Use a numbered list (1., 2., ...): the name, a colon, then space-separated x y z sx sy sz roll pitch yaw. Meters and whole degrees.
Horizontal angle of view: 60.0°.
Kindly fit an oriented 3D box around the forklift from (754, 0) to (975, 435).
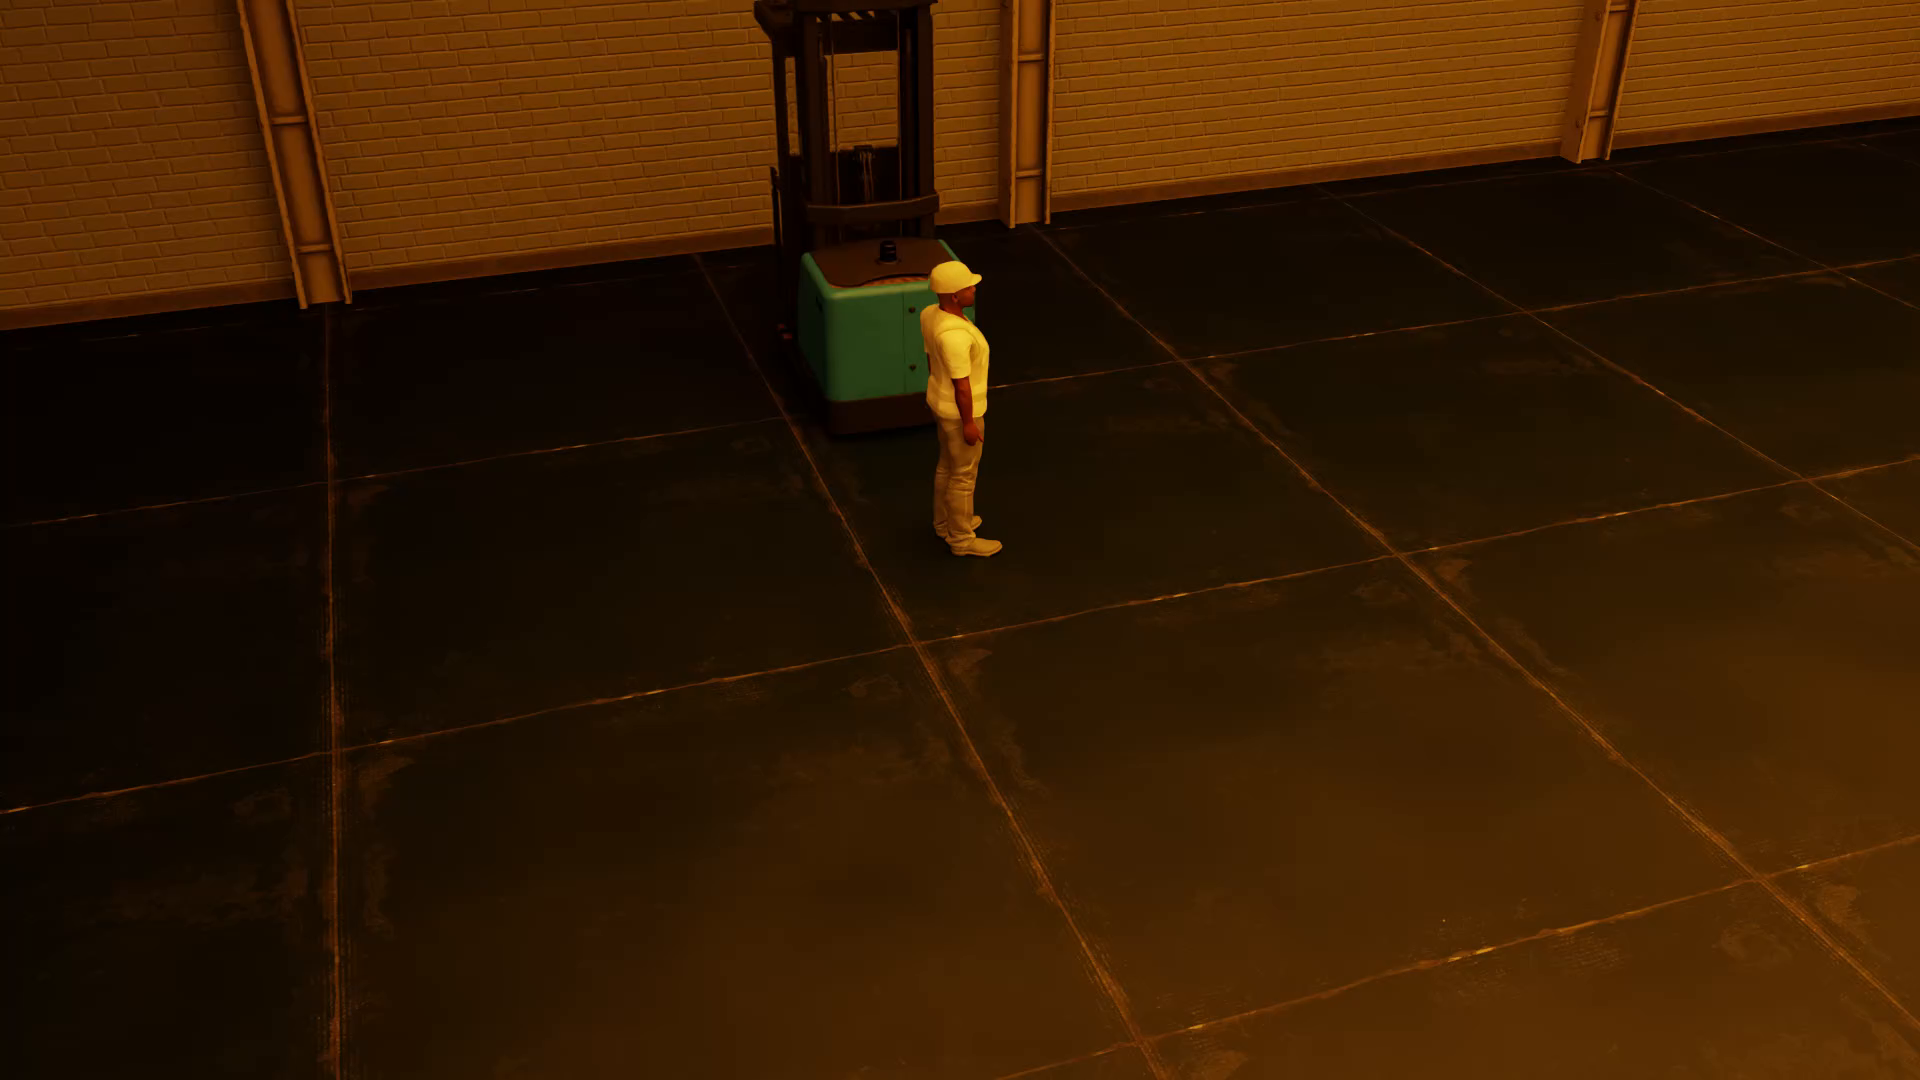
1. forklift: -0.787 -2.695 11.772 1.130 2.935 3.031 -8 31 -14

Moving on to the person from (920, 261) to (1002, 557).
1. person: -0.002 -0.766 9.588 0.395 1.770 0.556 -10 31 -16
